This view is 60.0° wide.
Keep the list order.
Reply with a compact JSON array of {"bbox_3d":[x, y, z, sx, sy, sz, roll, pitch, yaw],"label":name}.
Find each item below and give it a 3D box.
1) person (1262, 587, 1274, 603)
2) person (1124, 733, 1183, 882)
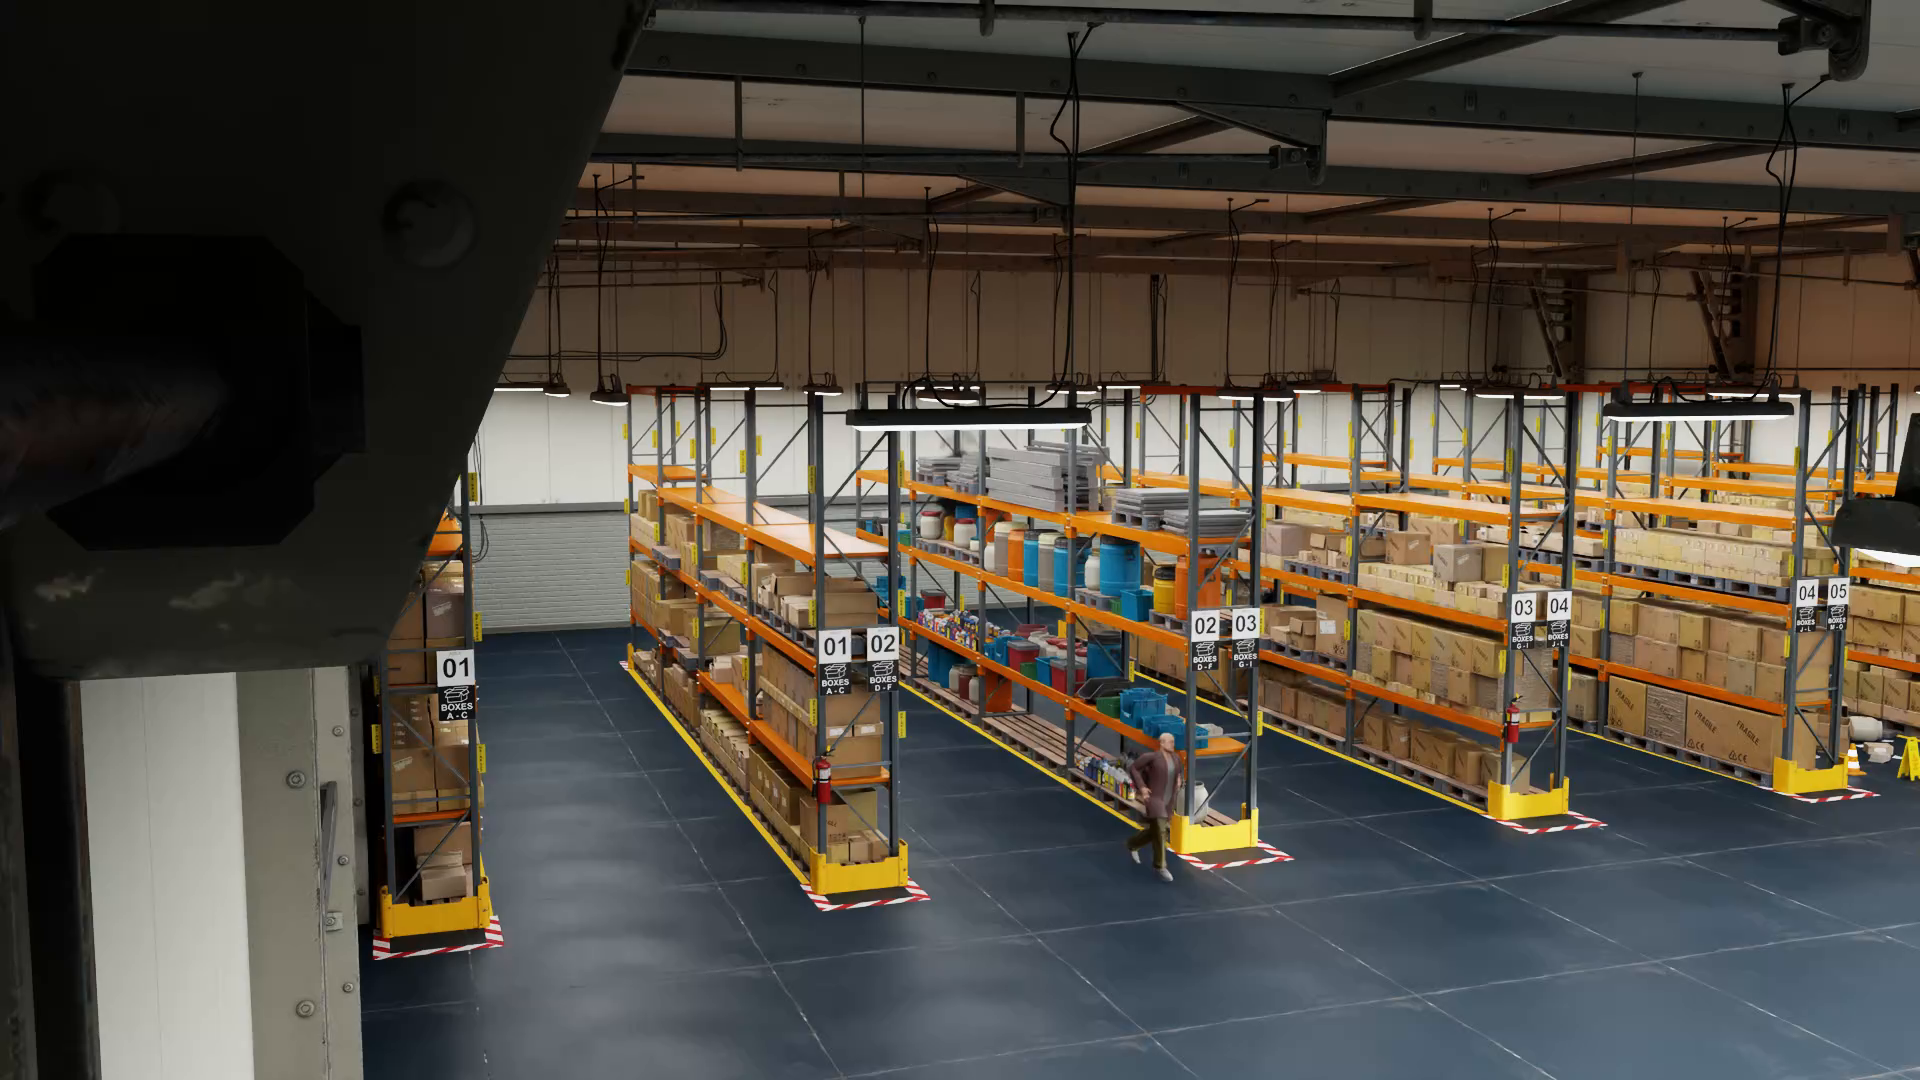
[{"bbox_3d":[7.714,1.284,41.269,0.785,1.564,0.602,1,6,10],"label":"person"},{"bbox_3d":[2.522,3.294,20.966,0.739,1.749,1.025,-4,7,-37],"label":"person"}]
